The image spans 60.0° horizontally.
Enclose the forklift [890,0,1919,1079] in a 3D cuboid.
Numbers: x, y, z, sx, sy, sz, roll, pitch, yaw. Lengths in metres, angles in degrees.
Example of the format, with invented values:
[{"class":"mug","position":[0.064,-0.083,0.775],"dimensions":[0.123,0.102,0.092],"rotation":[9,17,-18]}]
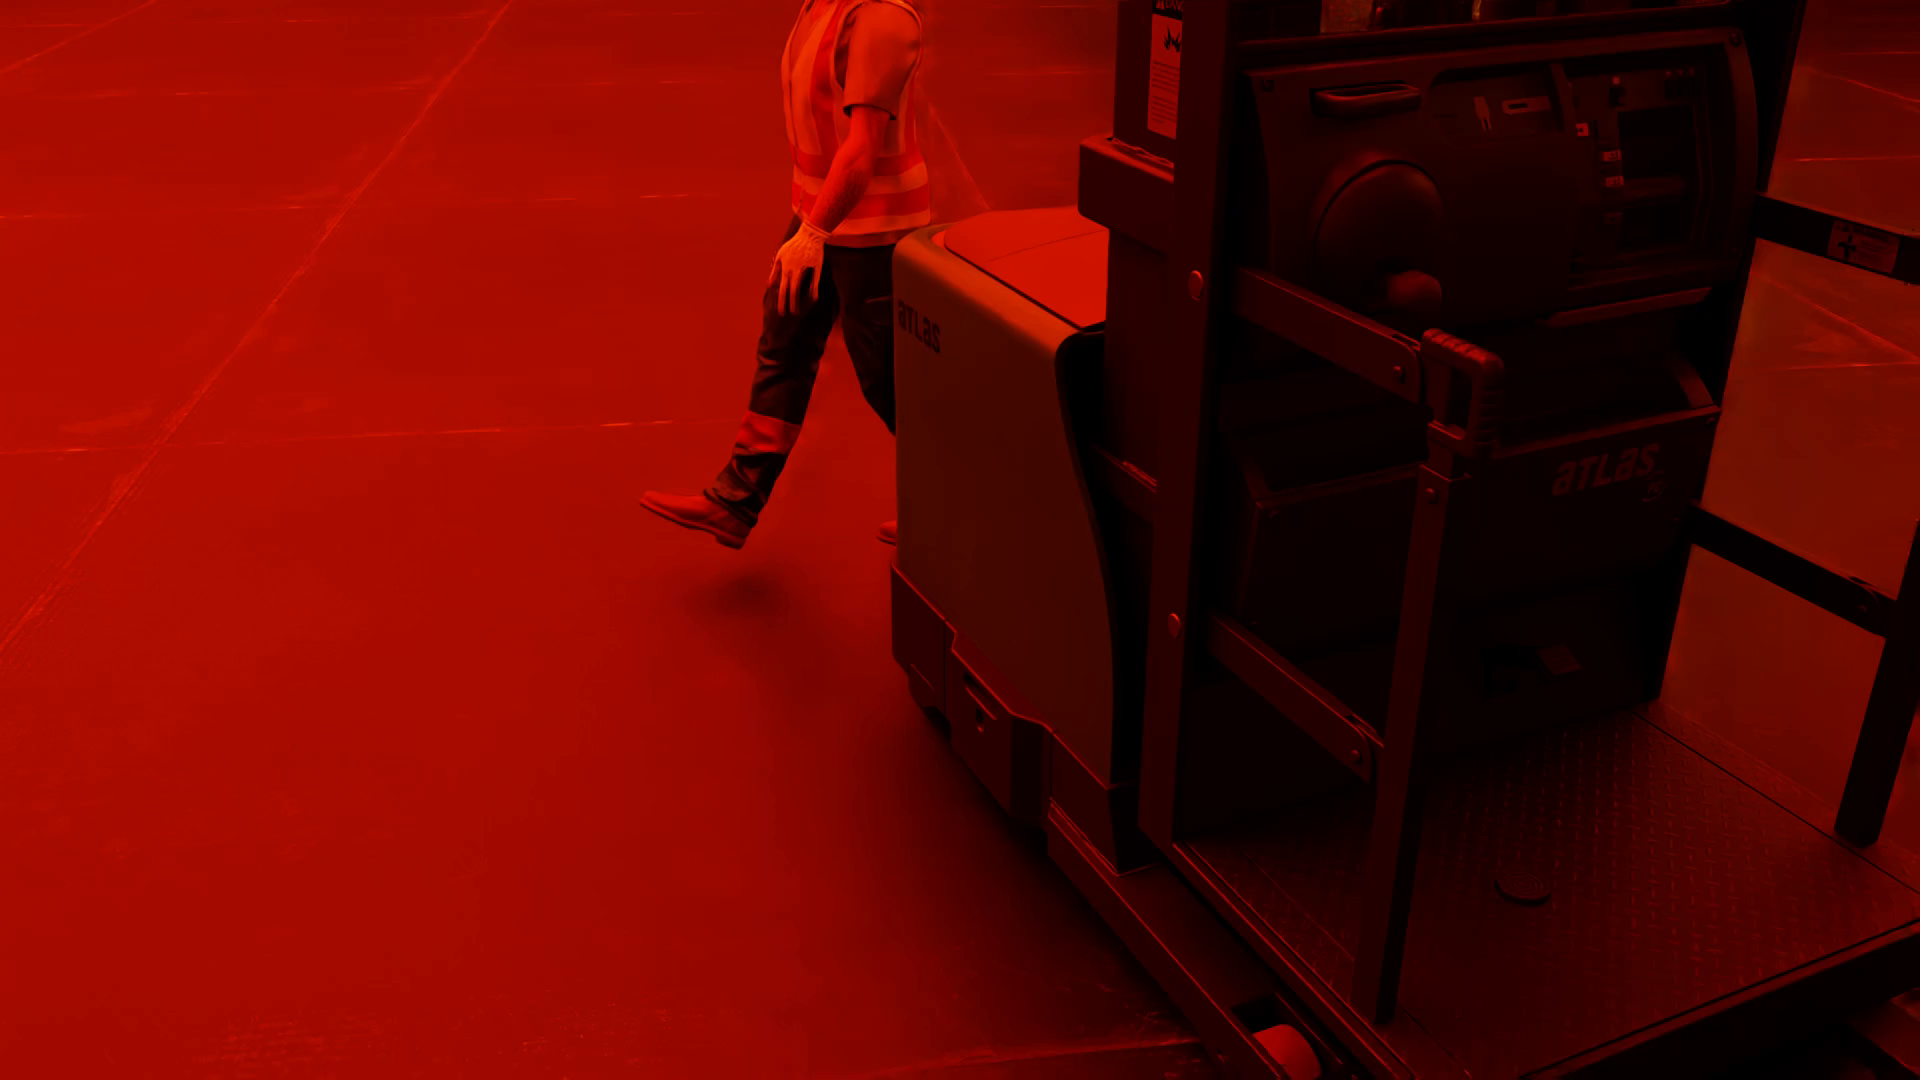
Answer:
[{"class":"forklift","position":[0.924,-0.518,2.305],"dimensions":[1.130,2.935,3.031],"rotation":[-11,28,-22]}]

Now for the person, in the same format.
[{"class":"person","position":[-0.388,-0.772,4.117],"dimensions":[0.898,1.737,0.743],"rotation":[-11,28,-22]}]
